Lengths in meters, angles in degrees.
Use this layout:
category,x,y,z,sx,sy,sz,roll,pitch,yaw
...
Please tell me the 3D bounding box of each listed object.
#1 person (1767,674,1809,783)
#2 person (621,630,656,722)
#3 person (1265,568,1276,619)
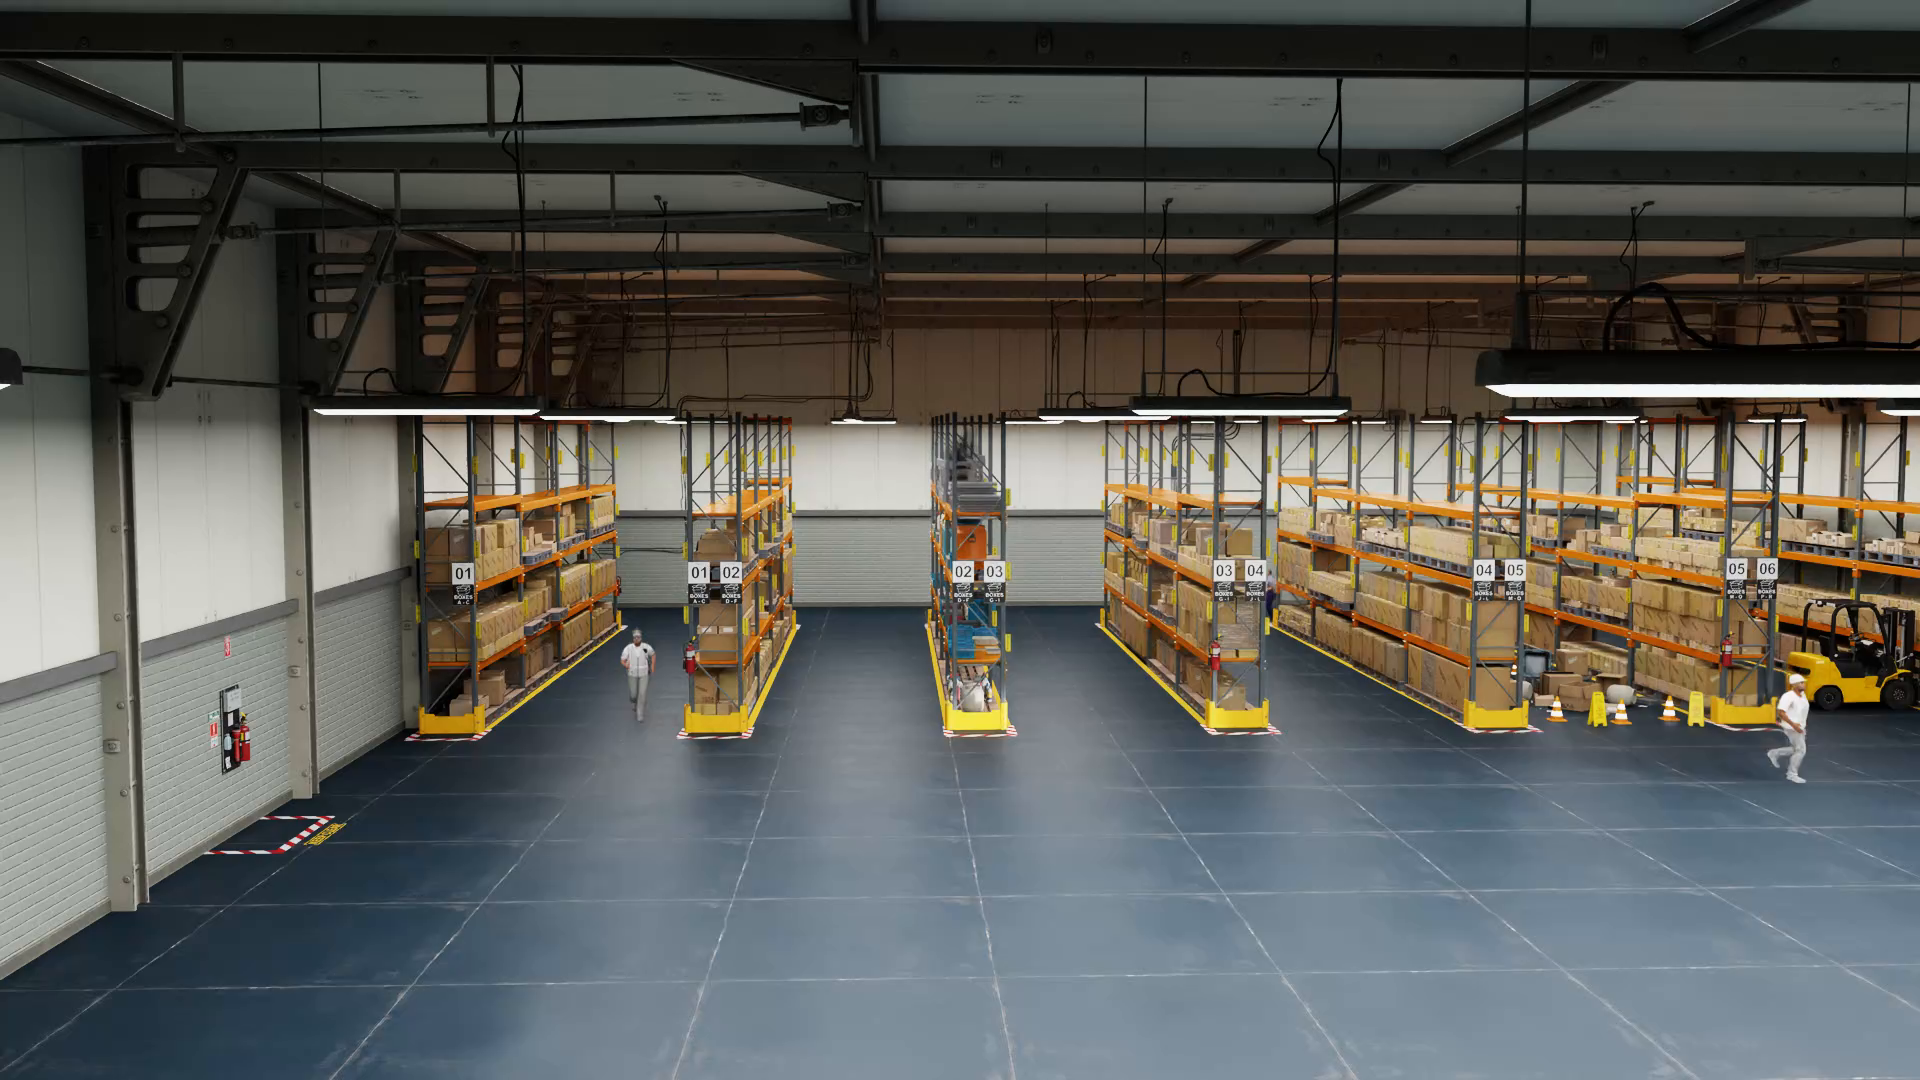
category,x,y,z,sx,sy,sz,roll,pitch,yaw
person,13.429,3.027,26.968,0.704,1.748,0.656,-3,5,-41
person,-6.293,2.626,32.562,0.678,1.747,0.992,-1,4,-10
person,9.101,1.599,49.118,0.564,1.549,0.730,-1,4,-9
